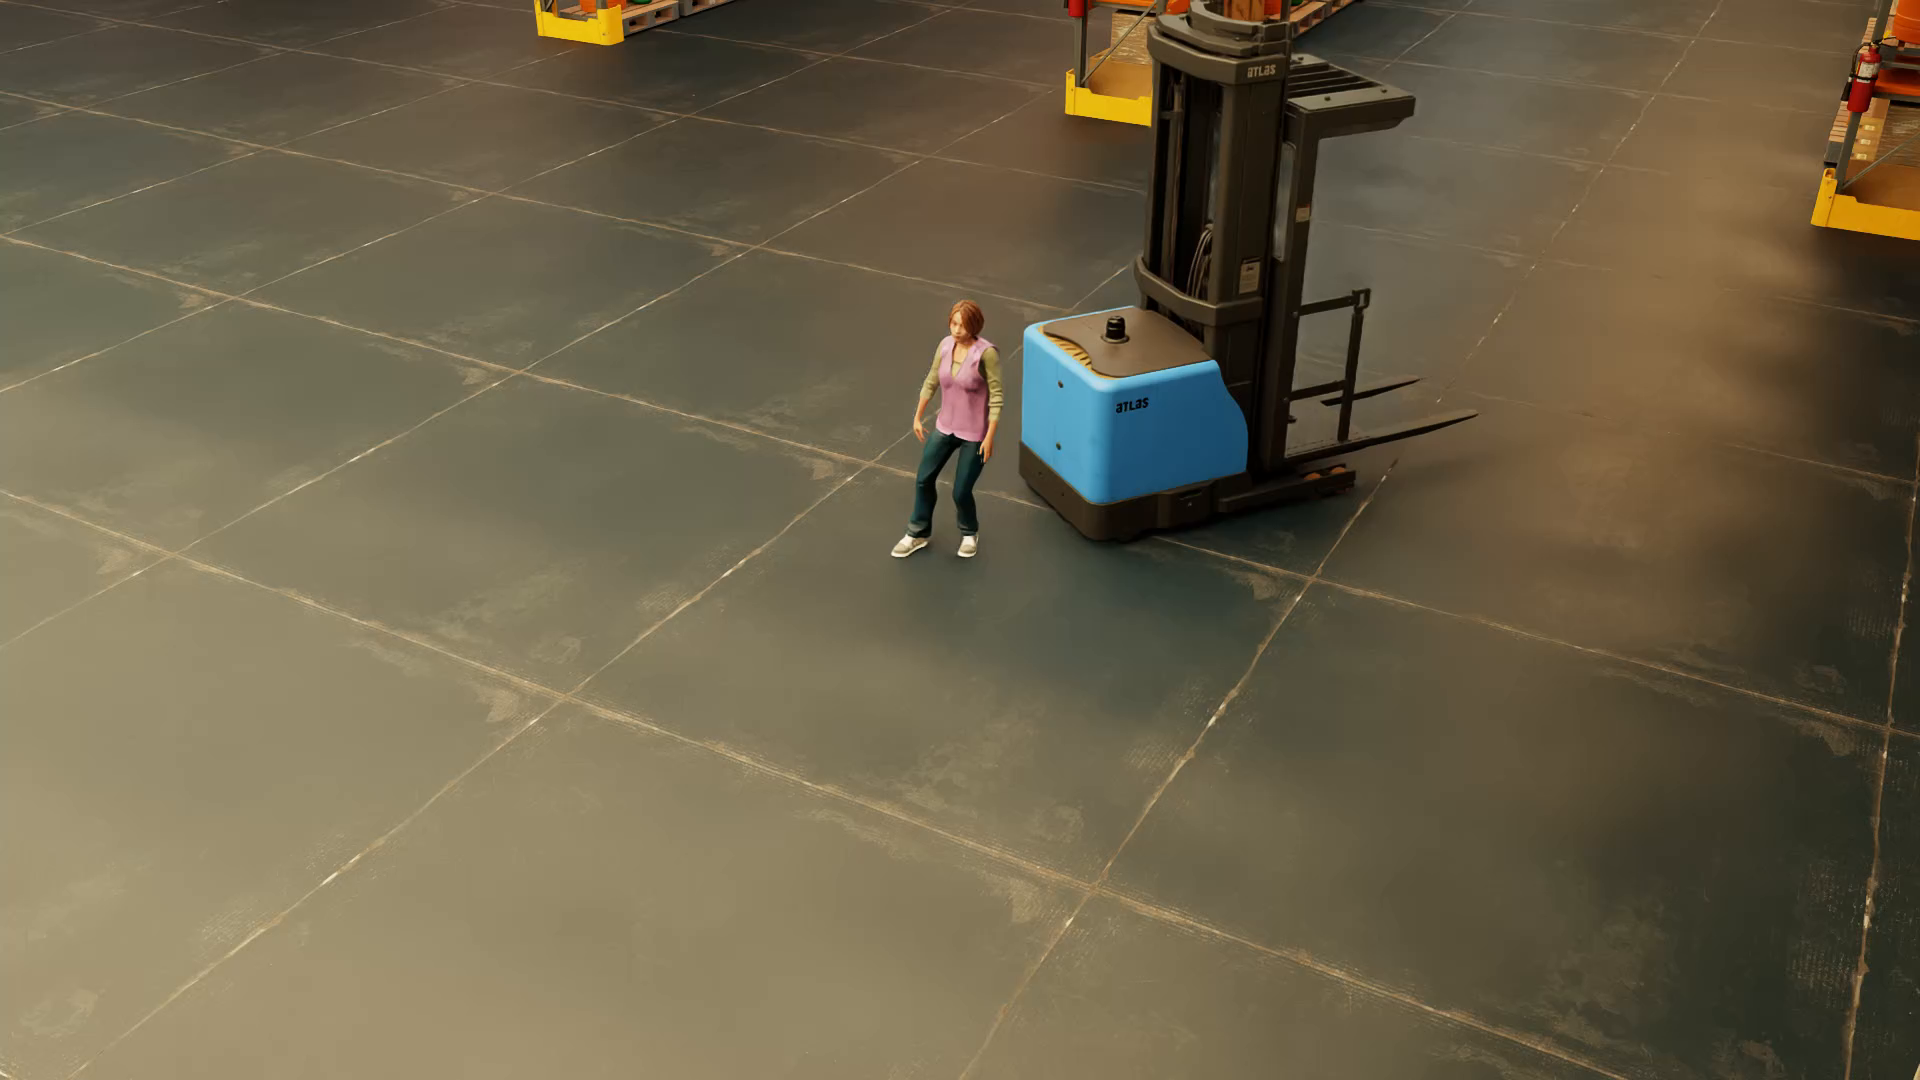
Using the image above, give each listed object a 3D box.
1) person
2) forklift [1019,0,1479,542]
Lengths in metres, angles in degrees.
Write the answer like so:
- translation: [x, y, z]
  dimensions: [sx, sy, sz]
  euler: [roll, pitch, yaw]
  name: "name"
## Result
- translation: [-0.053, -0.592, 9.479]
  dimensions: [0.568, 1.575, 0.500]
  euler: [19, 35, 29]
  name: "person"
- translation: [1.932, -1.747, 10.098]
  dimensions: [3.031, 2.935, 1.130]
  euler: [-13, 33, -22]
  name: "forklift"
